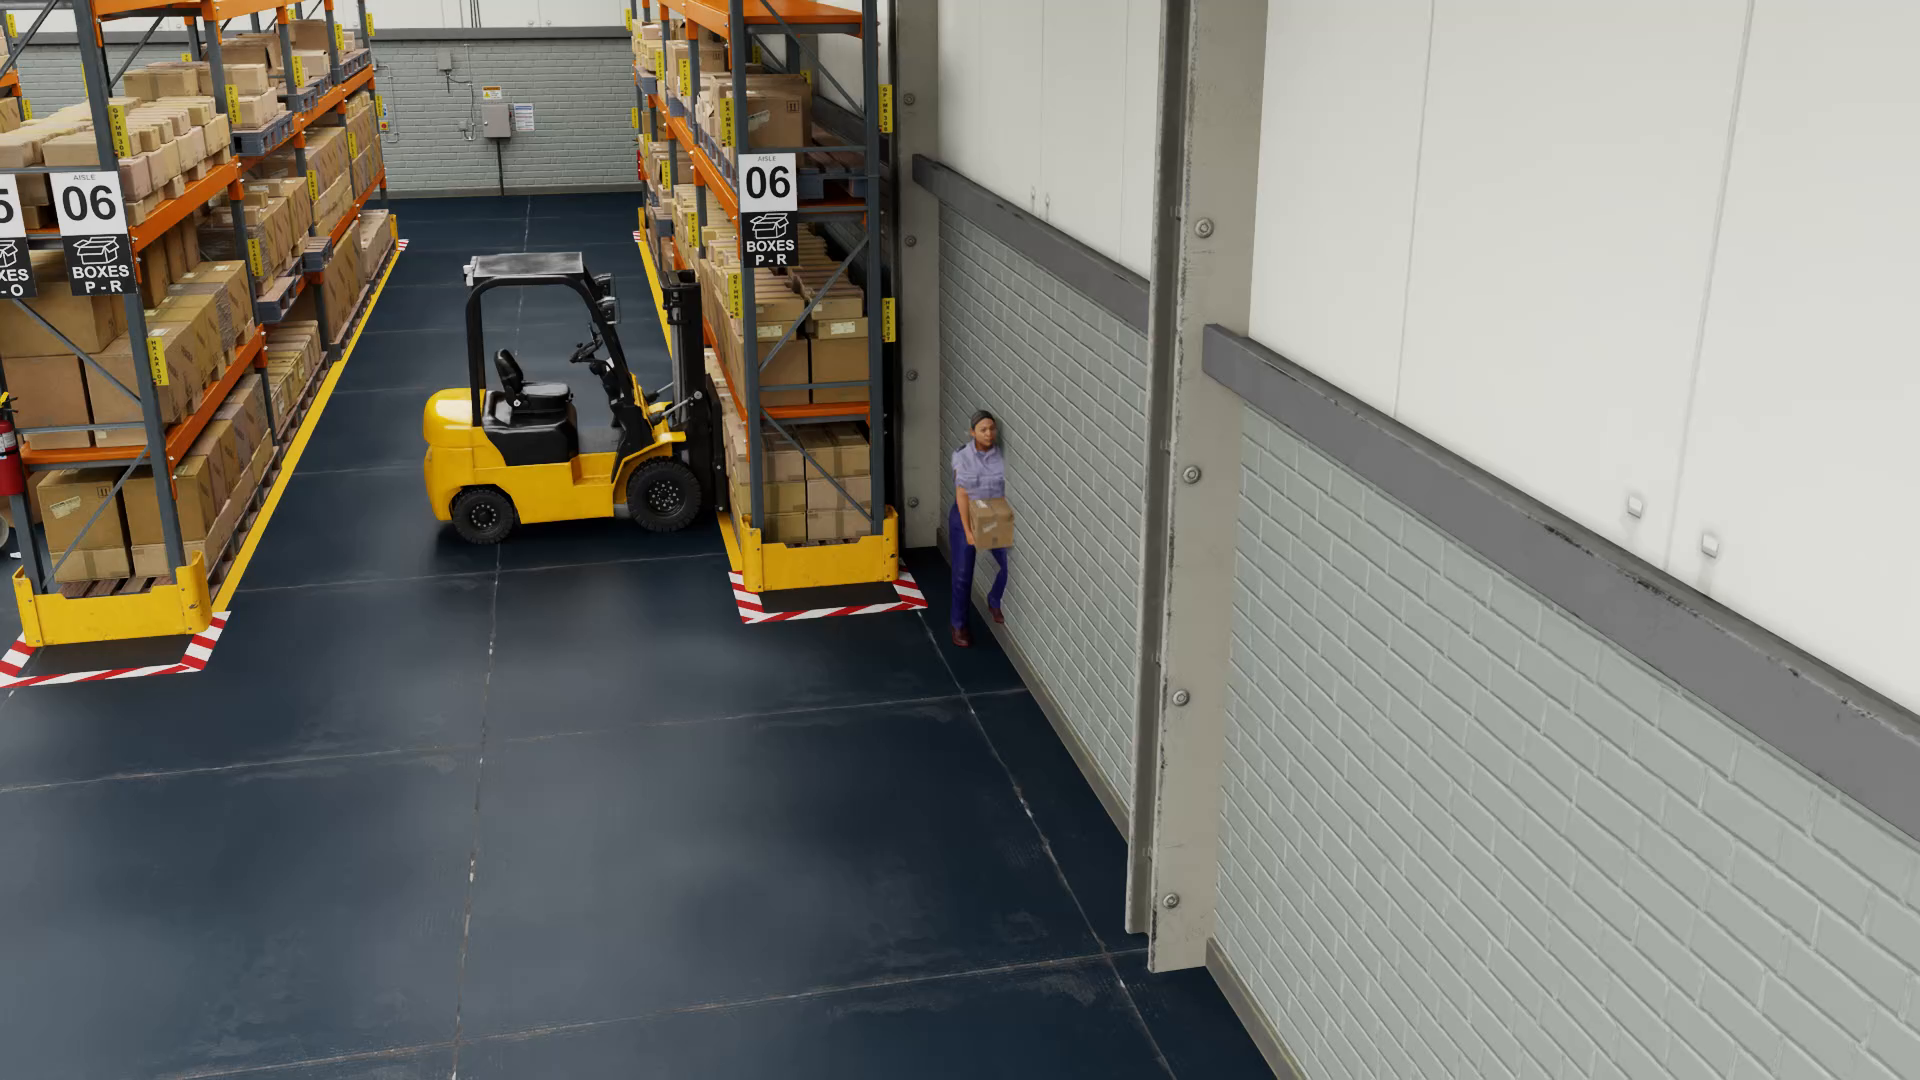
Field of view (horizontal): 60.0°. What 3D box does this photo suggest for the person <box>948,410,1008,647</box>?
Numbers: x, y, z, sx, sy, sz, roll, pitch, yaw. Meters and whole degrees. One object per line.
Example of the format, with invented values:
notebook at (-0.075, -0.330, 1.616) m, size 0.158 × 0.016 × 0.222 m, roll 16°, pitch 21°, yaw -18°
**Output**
person at (0.175, -0.067, 11.310) m, size 0.458 × 1.637 × 0.539 m, roll -5°, pitch 20°, yaw -13°
